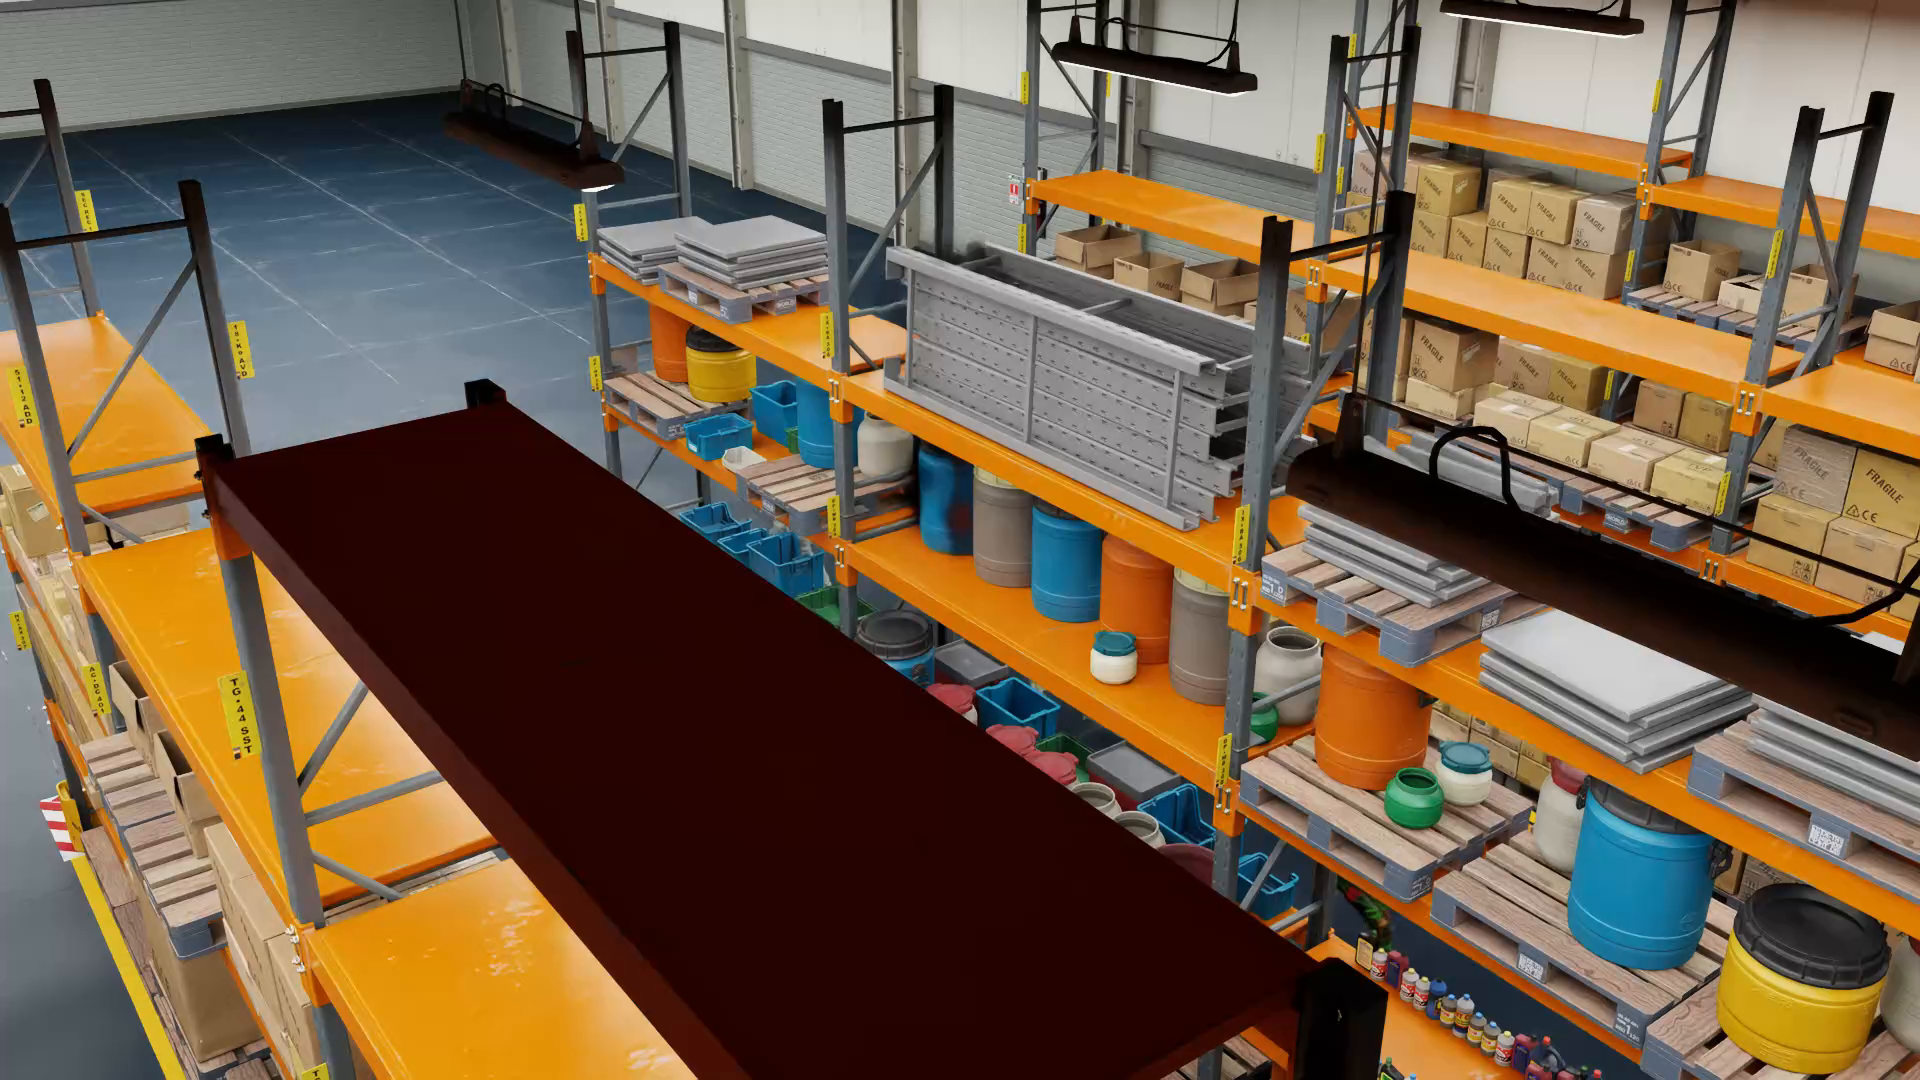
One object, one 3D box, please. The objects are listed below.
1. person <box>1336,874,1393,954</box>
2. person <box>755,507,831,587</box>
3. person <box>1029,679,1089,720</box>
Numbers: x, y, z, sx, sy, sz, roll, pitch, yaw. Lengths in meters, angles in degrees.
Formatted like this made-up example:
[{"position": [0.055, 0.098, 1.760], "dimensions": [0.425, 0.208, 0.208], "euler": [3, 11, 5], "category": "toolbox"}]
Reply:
[{"position": [2.971, 2.210, 12.137], "dimensions": [0.663, 1.734, 0.631], "euler": [-12, 28, -25], "category": "person"}, {"position": [-1.737, -0.173, 17.311], "dimensions": [0.791, 1.744, 0.658], "euler": [7, 26, 15], "category": "person"}, {"position": [0.880, 0.914, 14.992], "dimensions": [0.870, 1.666, 0.619], "euler": [19, 31, 35], "category": "person"}]
